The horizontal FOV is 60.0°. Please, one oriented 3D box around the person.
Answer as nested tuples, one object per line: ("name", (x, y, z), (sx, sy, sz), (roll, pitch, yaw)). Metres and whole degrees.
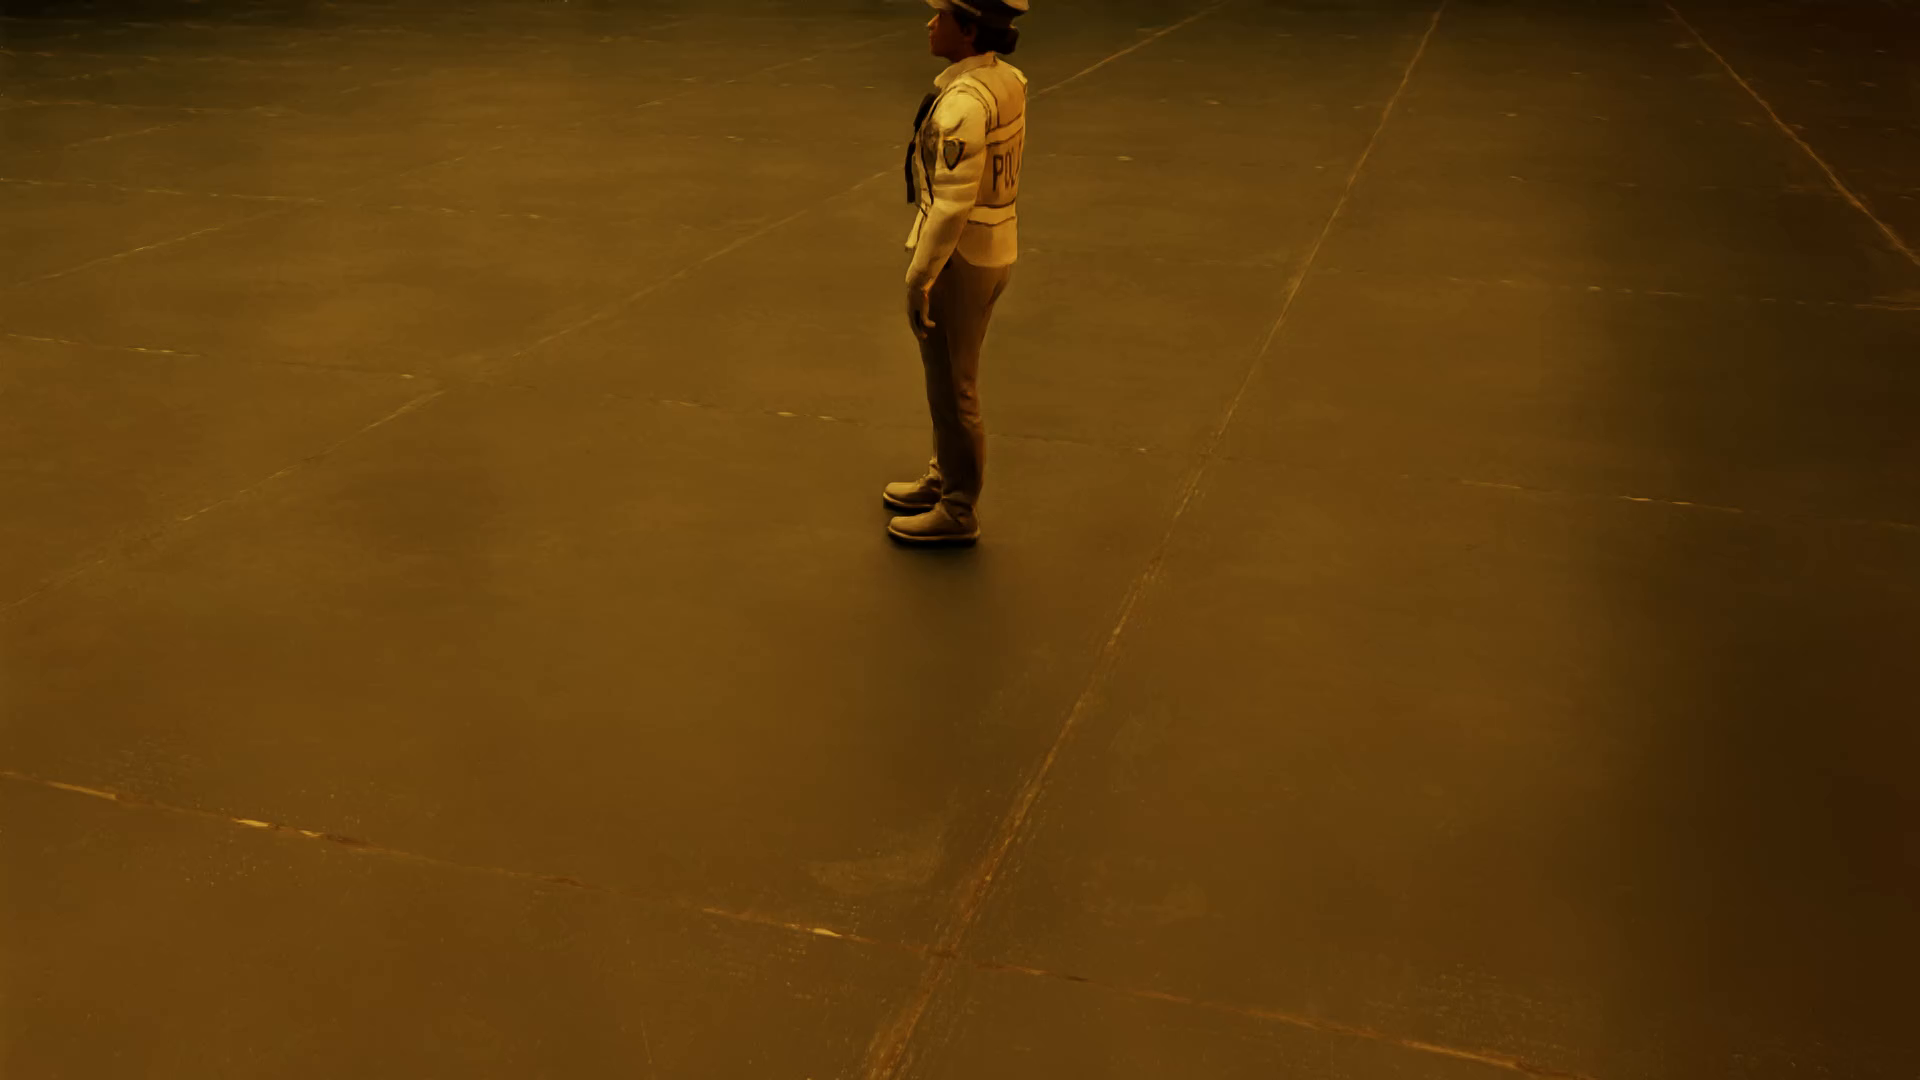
("person", (-0.062, -0.801, 4.819), (0.532, 1.695, 0.586), (7, 23, 16))
